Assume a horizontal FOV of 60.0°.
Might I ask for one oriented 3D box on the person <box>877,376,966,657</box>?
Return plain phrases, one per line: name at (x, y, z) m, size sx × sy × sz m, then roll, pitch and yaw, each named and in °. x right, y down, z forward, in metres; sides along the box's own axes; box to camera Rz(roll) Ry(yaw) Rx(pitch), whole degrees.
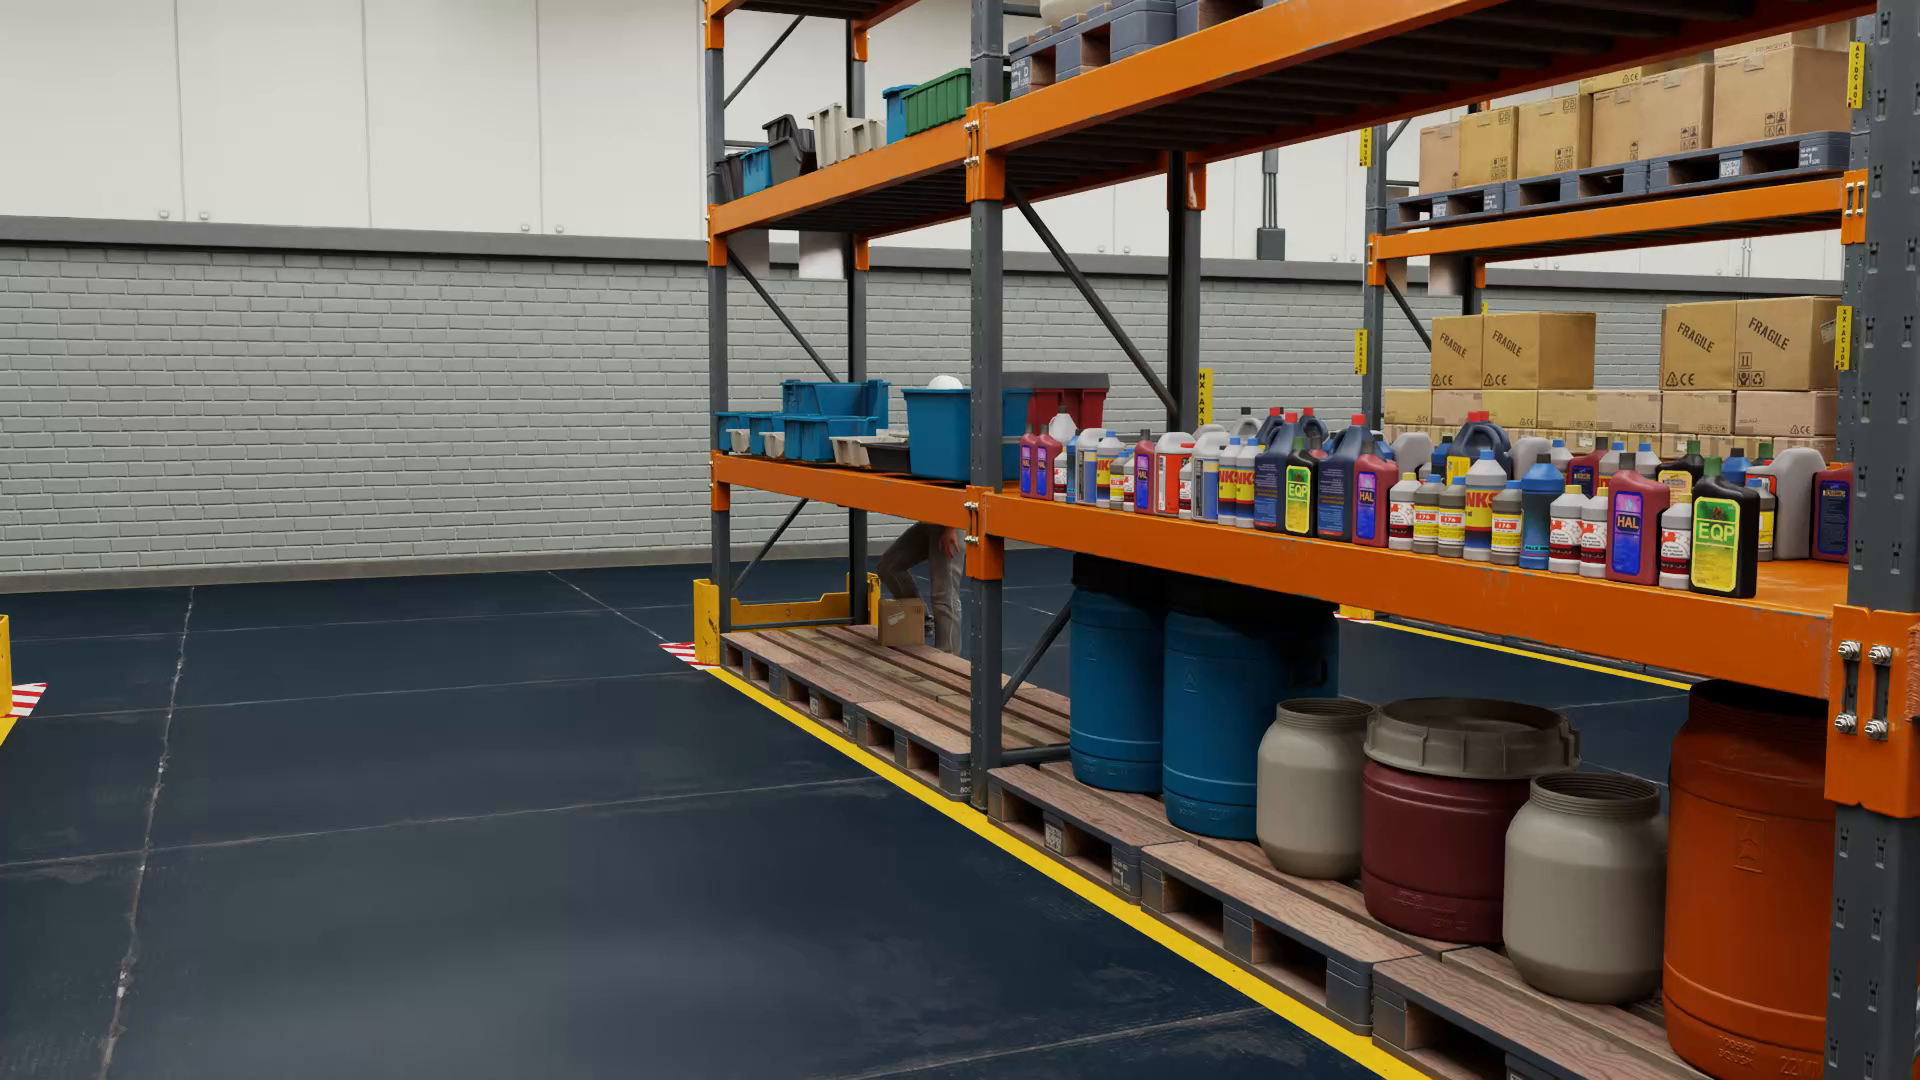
person at (-0.180, -0.079, 9.836) m, size 0.609 × 1.778 × 0.637 m, roll -1°, pitch 5°, yaw -7°
